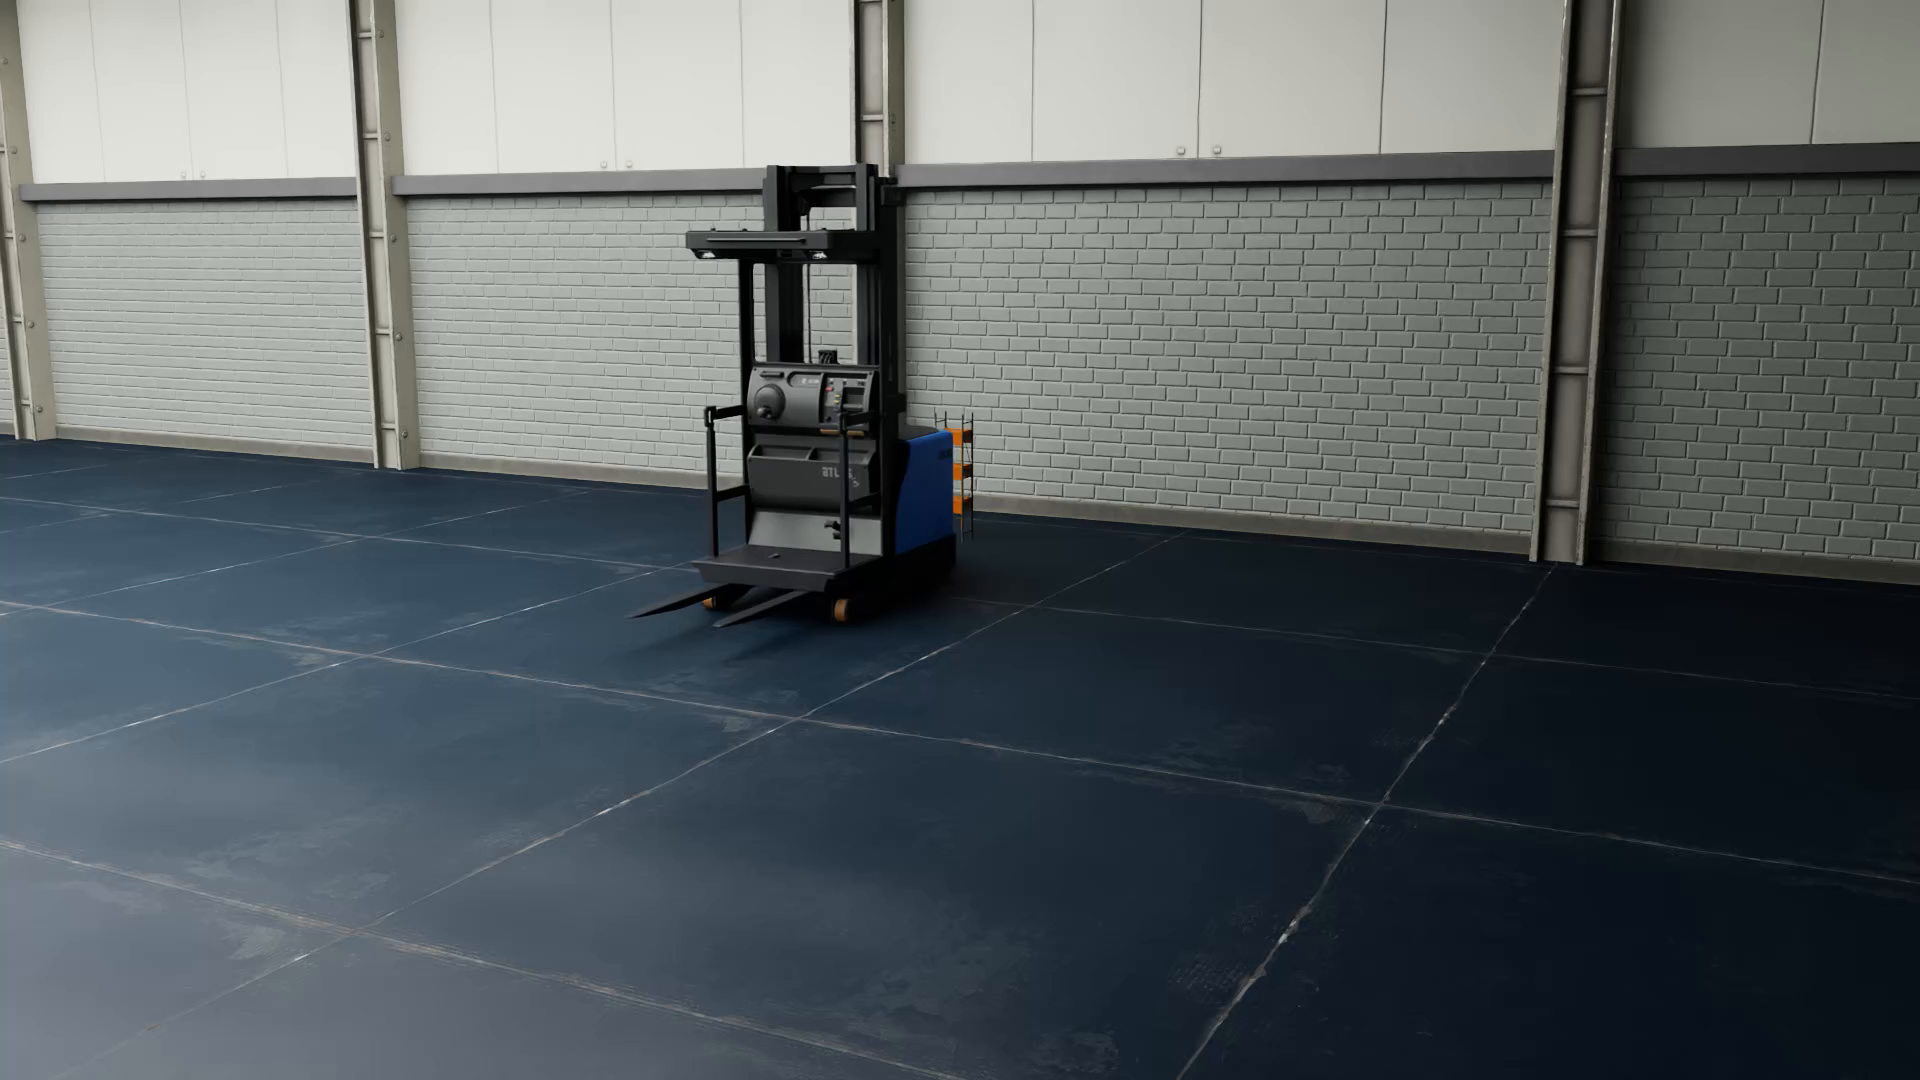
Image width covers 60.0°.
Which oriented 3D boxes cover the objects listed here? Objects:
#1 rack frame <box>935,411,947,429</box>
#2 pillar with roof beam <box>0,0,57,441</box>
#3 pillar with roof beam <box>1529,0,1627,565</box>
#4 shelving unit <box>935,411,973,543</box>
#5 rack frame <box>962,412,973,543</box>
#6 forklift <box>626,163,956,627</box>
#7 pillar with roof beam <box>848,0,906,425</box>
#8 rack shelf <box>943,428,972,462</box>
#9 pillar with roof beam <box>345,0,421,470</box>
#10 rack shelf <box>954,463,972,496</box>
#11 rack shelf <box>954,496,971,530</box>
[{"bbox_3d":[-0.157,-0.530,13.713,0.008,1.050,0.200,5,11,26],"label":"rack frame"},{"bbox_3d":[-13.406,-5.006,16.123,0.400,9.000,9.100,5,11,26],"label":"pillar with roof beam"},{"bbox_3d":[2.736,-3.588,8.286,0.400,9.000,9.100,5,11,26],"label":"pillar with roof beam"},{"bbox_3d":[-0.048,-0.521,13.660,0.252,1.050,0.215,5,11,26],"label":"shelving unit"},{"bbox_3d":[0.061,-0.511,13.607,0.008,1.050,0.200,5,11,26],"label":"rack frame"},{"bbox_3d":[-1.088,-0.990,10.969,1.130,2.935,3.031,4,11,23],"label":"forklift"},{"bbox_3d":[-2.644,-4.061,10.898,0.400,9.000,9.100,5,11,26],"label":"pillar with roof beam"},{"bbox_3d":[-0.048,-0.790,13.611,0.240,0.259,0.215,5,11,26],"label":"rack shelf"},{"bbox_3d":[-8.025,-4.533,13.510,0.400,9.000,9.100,5,11,26],"label":"pillar with roof beam"},{"bbox_3d":[-0.048,-0.510,13.662,0.240,0.259,0.215,5,11,26],"label":"rack shelf"},{"bbox_3d":[-0.048,-0.237,13.711,0.240,0.259,0.215,5,11,26],"label":"rack shelf"}]
